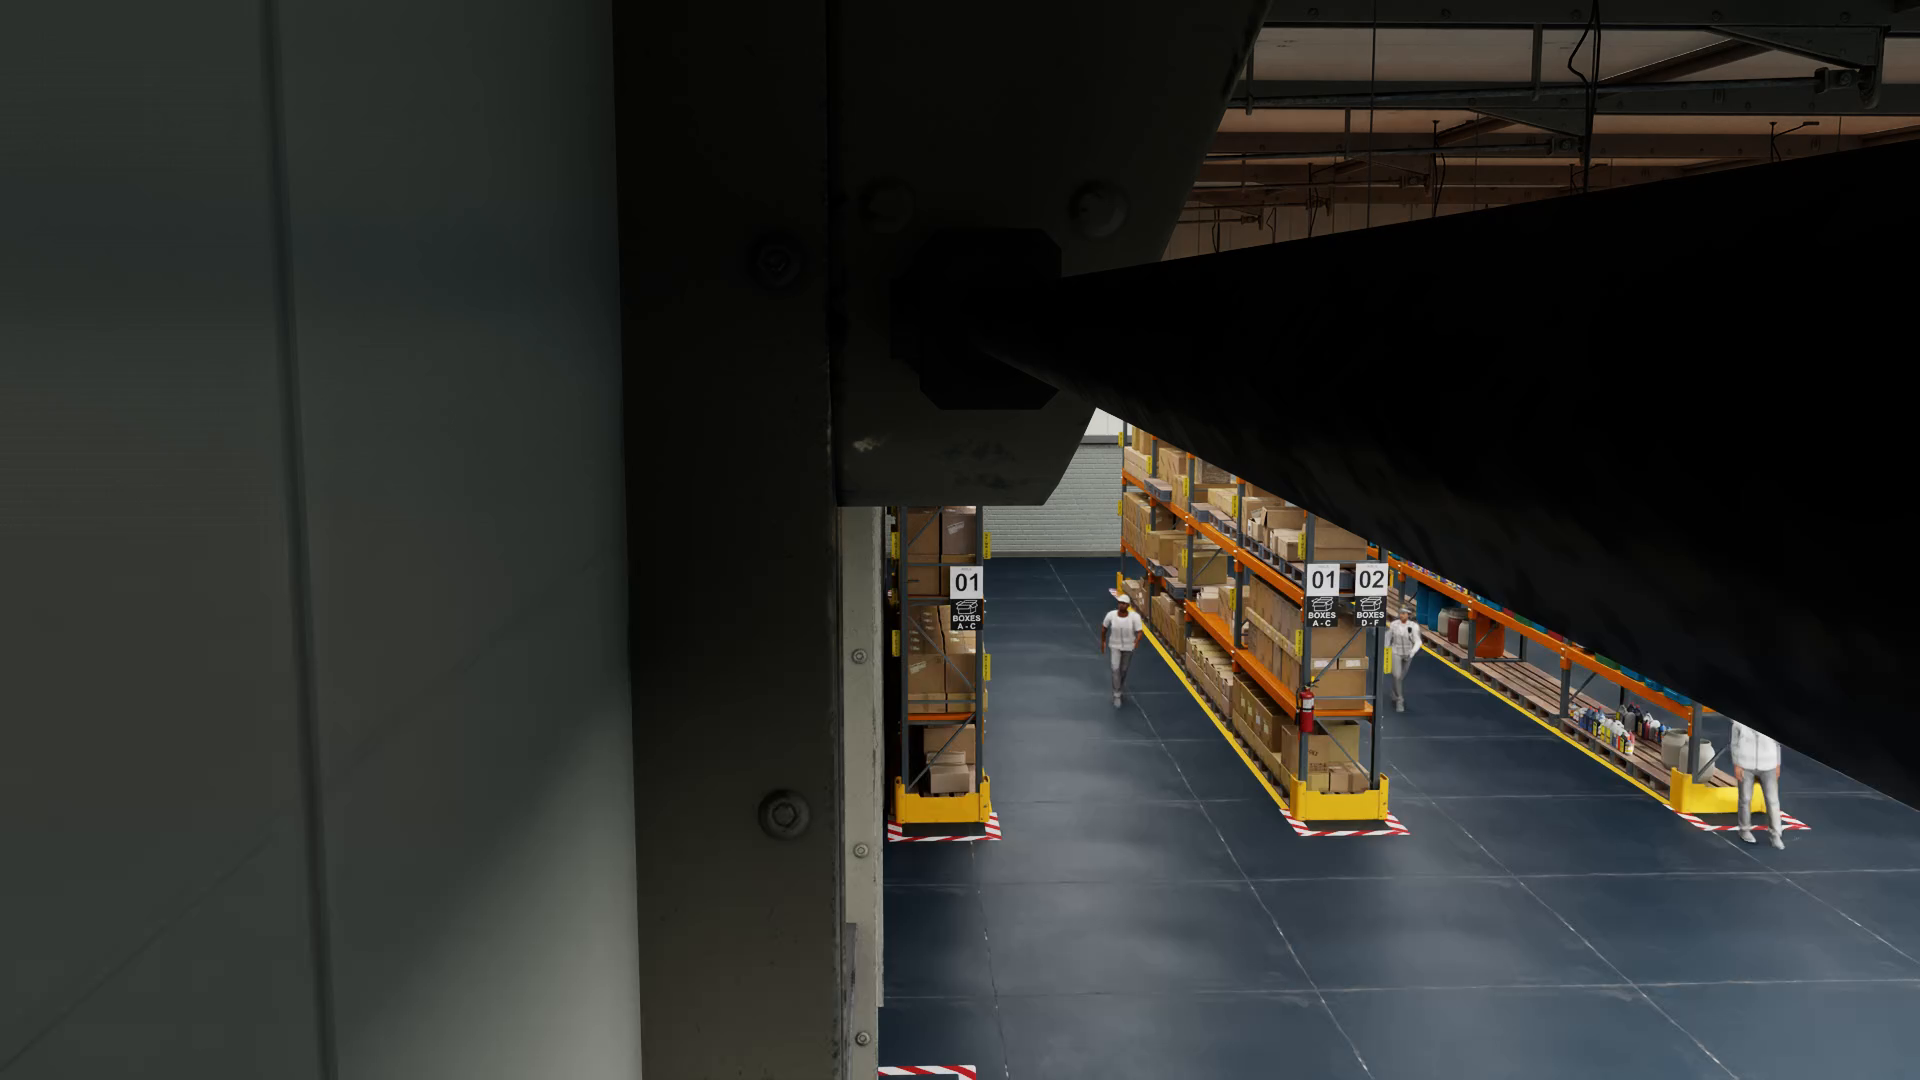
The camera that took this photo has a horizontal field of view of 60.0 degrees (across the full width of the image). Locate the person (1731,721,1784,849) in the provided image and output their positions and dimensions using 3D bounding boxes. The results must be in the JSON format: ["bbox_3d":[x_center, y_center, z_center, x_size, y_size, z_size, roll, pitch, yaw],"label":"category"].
[{"bbox_3d":[9.452,2.706,19.674,0.631,1.791,0.434,3,9,22],"label":"person"}]

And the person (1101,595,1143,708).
[{"bbox_3d":[2.611,1.740,26.718,0.632,1.746,1.003,0,8,-2],"label":"person"}]

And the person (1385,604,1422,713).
[{"bbox_3d":[7.040,1.833,26.356,0.465,1.677,0.939,0,8,-1],"label":"person"}]
